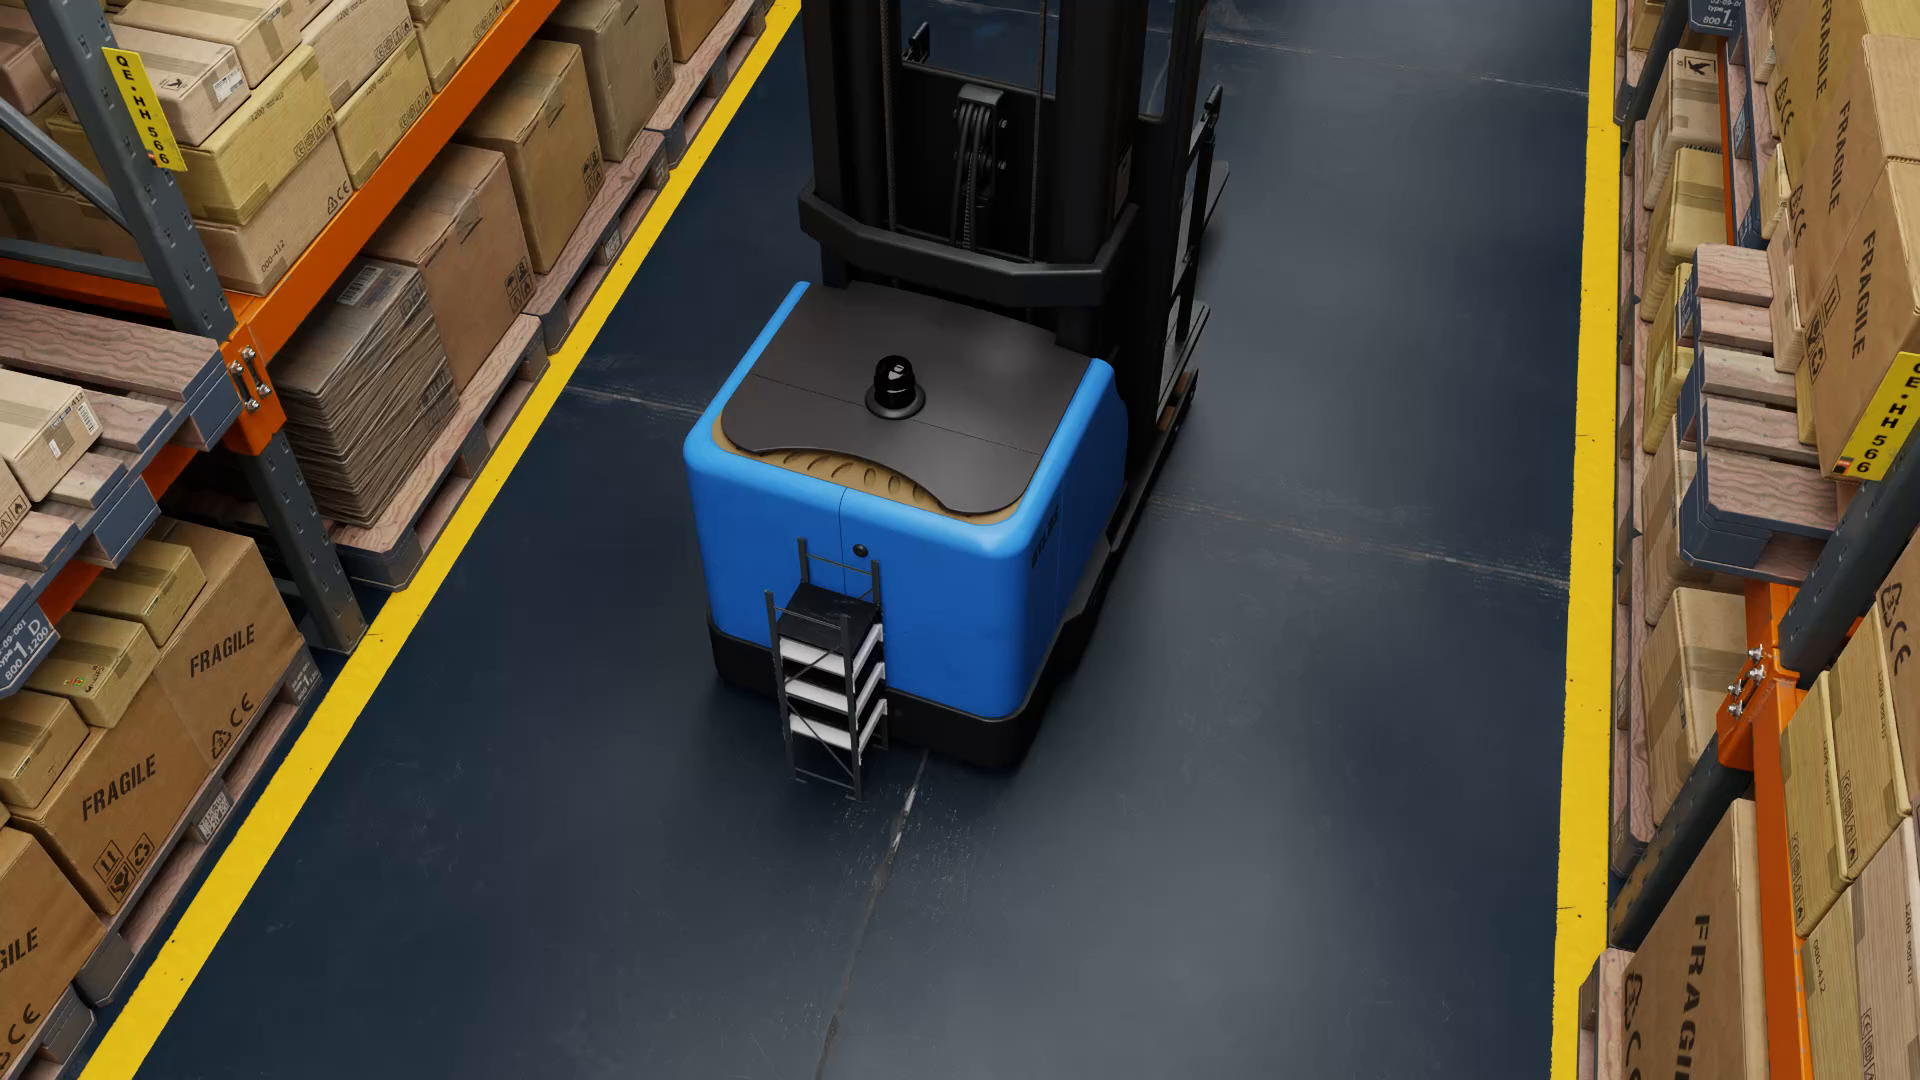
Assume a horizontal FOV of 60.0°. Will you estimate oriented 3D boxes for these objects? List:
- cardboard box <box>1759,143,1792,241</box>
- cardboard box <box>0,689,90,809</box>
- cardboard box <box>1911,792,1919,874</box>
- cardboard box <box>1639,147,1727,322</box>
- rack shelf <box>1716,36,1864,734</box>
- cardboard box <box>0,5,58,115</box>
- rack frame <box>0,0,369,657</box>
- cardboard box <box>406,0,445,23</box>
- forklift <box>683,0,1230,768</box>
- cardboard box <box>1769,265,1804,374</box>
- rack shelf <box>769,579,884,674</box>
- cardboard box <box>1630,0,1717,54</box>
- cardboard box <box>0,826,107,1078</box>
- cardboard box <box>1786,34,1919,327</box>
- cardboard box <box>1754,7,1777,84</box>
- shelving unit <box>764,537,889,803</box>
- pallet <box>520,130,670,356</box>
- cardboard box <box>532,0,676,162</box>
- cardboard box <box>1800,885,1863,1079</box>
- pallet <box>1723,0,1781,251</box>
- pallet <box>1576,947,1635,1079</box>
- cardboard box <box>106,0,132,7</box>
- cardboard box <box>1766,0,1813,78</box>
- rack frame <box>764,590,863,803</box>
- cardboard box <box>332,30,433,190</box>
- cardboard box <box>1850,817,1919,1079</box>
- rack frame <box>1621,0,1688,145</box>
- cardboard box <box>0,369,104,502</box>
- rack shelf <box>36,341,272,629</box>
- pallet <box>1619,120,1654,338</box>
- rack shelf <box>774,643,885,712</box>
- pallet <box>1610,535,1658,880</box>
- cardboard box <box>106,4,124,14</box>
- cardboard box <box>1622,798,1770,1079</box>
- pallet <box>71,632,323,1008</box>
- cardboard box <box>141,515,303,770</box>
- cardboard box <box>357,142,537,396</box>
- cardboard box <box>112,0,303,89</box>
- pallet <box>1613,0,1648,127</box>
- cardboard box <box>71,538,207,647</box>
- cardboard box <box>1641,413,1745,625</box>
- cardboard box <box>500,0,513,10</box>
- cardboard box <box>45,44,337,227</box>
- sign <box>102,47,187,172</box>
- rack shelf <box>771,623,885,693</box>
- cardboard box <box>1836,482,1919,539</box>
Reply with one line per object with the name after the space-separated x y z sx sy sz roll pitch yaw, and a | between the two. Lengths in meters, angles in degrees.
2.356 -0.899 4.431 0.380 0.149 0.250 12 50 11 | cardboard box
-2.489 0.511 4.253 0.380 0.149 0.250 10 49 9 | cardboard box
1.853 0.527 2.551 0.500 0.500 0.500 12 50 10 | cardboard box
3.071 -1.041 6.140 0.950 0.372 0.625 14 50 12 | cardboard box
2.866 -0.987 5.100 1.077 0.370 4.000 12 50 10 | rack shelf
-2.559 -1.278 4.378 0.380 0.149 0.250 13 50 11 | cardboard box
-2.450 -0.755 4.416 1.000 3.000 0.127 12 50 10 | rack frame
-1.809 -1.881 5.176 0.500 0.250 0.500 10 49 9 | cardboard box
0.232 -1.407 5.037 1.130 2.935 3.031 17 51 14 | forklift
2.223 -0.517 4.093 0.380 0.149 0.250 11 50 10 | cardboard box
-0.371 0.238 4.624 0.258 0.077 0.200 17 51 14 | rack shelf
3.289 -2.381 7.405 0.500 0.250 0.500 14 50 12 | cardboard box
-2.631 1.020 4.236 0.500 0.500 0.500 14 50 12 | cardboard box
2.317 -0.809 3.918 0.500 0.500 0.500 11 49 9 | cardboard box
2.573 -1.453 4.919 0.380 0.149 0.250 13 50 11 | cardboard box
-0.371 0.395 4.801 0.258 0.900 0.210 17 51 14 | shelving unit
-1.872 -1.300 6.756 1.003 0.211 1.213 12 50 10 | pallet
-1.735 -2.062 6.873 0.875 0.625 0.625 11 50 10 | cardboard box
1.850 0.950 3.011 0.500 0.250 0.500 10 49 9 | cardboard box
2.821 -1.155 4.897 1.003 0.211 1.213 12 50 10 | pallet
2.060 1.700 4.109 1.003 0.211 1.213 12 50 10 | pallet
-2.471 -1.665 4.719 0.380 0.149 0.250 12 50 10 | cardboard box
2.593 -1.569 4.589 0.500 0.500 0.500 10 49 8 | cardboard box
-0.408 0.466 4.739 0.240 0.900 0.006 17 51 14 | rack frame
-1.960 -1.341 5.033 0.500 0.250 0.500 11 49 9 | cardboard box
1.831 0.797 2.812 0.500 0.250 0.500 13 50 11 | cardboard box
3.393 -2.672 6.107 1.000 3.000 0.127 12 50 10 | rack frame
-2.252 -0.260 3.866 0.380 0.149 0.250 12 50 11 | cardboard box
-2.976 0.929 3.409 1.077 0.370 4.000 12 50 10 | rack shelf
3.189 -1.186 6.656 1.003 0.211 1.213 12 50 10 | pallet
-0.371 0.357 4.759 0.258 0.077 0.200 17 51 14 | rack shelf
2.547 0.579 5.098 1.003 0.211 1.213 12 50 10 | pallet
-2.467 -1.621 4.947 0.500 0.250 0.500 12 50 10 | cardboard box
2.078 1.269 3.766 0.875 0.875 0.875 11 50 10 | cardboard box
-2.683 0.700 4.991 1.003 0.211 1.213 12 50 10 | pallet
-2.354 0.281 4.888 0.500 0.500 0.500 13 50 11 | cardboard box
-2.108 -1.031 5.963 0.875 0.625 0.625 13 50 11 | cardboard box
-2.013 -1.369 4.458 0.380 0.149 0.250 13 50 11 | cardboard box
3.535 -2.242 7.588 1.003 0.211 1.213 12 50 10 | pallet
-2.335 0.126 4.593 0.380 0.149 0.250 9 49 8 | cardboard box
2.685 0.010 5.213 0.950 0.372 0.625 11 49 9 | cardboard box
-1.693 -2.090 5.694 0.500 0.250 0.500 13 50 11 | cardboard box
-2.073 -1.139 4.521 0.500 0.250 0.500 12 50 10 | cardboard box
-1.924 -1.012 3.923 0.100 0.325 0.005 12 50 10 | sign
-0.371 0.298 4.692 0.258 0.077 0.200 17 51 14 | rack shelf
2.199 -0.118 3.741 0.380 0.149 0.250 13 50 11 | cardboard box
